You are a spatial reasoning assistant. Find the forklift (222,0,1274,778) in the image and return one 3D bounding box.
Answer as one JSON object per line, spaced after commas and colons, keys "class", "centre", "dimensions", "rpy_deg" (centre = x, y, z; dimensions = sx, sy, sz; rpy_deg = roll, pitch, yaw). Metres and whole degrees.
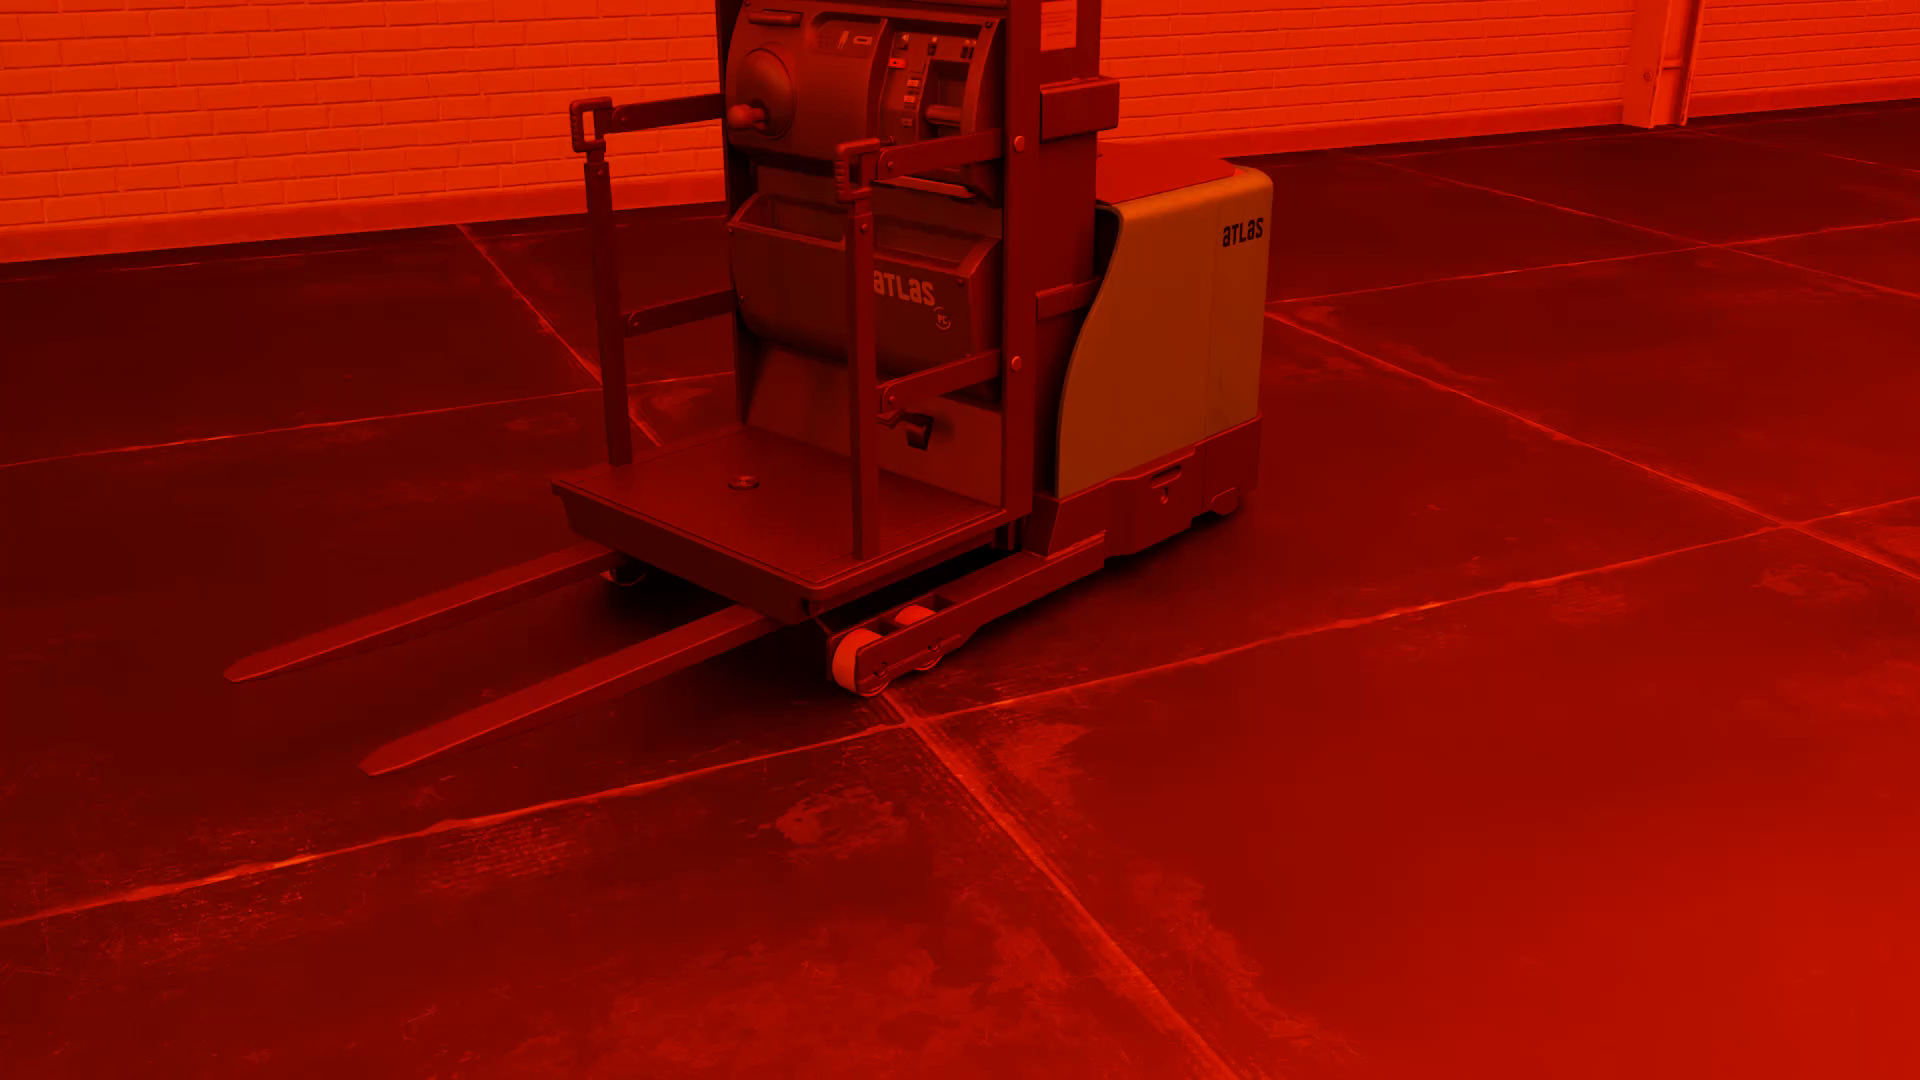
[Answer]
{"class": "forklift", "centre": [-0.413, -1.182, 4.131], "dimensions": [1.130, 2.935, 3.031], "rpy_deg": [19, 29, 39]}
